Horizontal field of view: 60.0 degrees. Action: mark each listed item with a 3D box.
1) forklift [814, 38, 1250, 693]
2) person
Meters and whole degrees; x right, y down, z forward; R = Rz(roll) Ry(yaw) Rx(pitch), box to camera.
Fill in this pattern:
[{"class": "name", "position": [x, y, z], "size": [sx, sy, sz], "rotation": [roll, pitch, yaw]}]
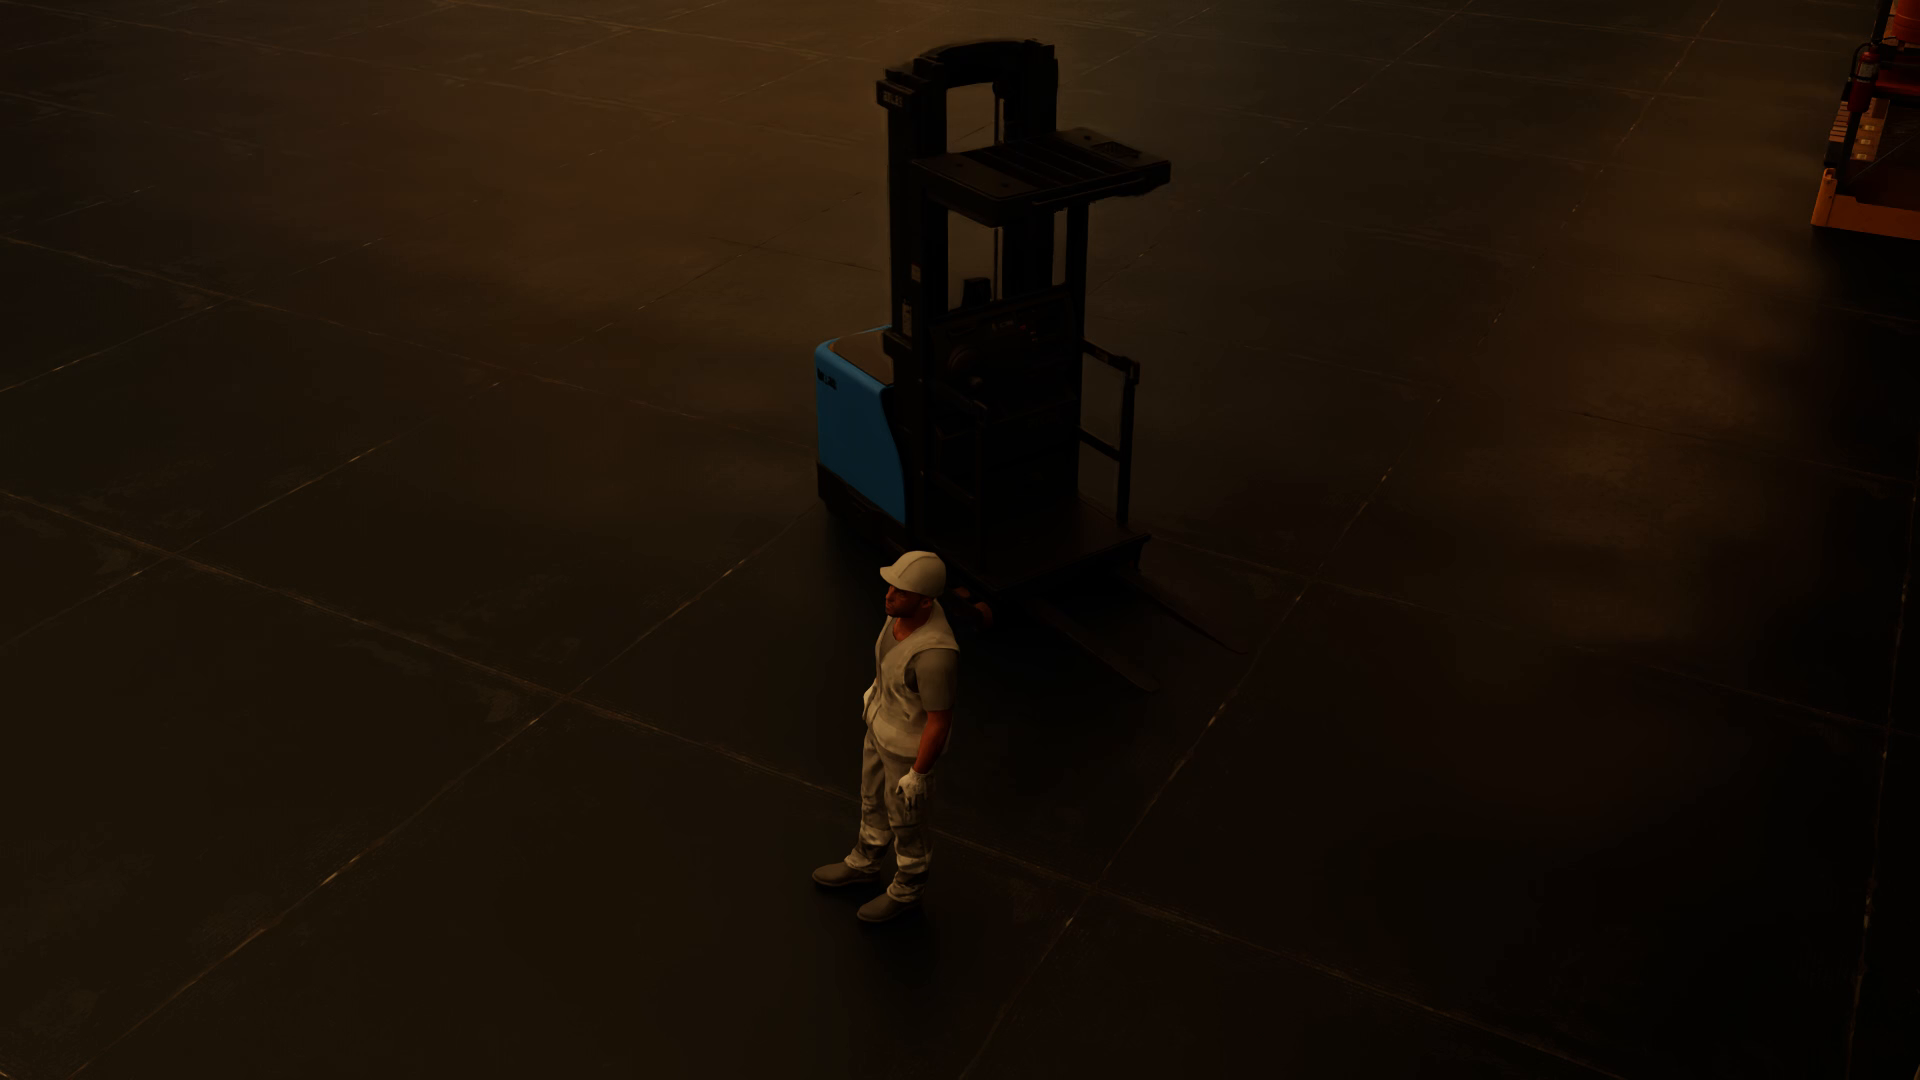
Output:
[{"class": "forklift", "position": [0.364, -1.036, 8.866], "size": [1.130, 2.935, 3.031], "rotation": [-19, 35, -29]}, {"class": "person", "position": [-0.304, 0.819, 6.781], "size": [0.566, 1.787, 0.638], "rotation": [-10, 31, -16]}]
